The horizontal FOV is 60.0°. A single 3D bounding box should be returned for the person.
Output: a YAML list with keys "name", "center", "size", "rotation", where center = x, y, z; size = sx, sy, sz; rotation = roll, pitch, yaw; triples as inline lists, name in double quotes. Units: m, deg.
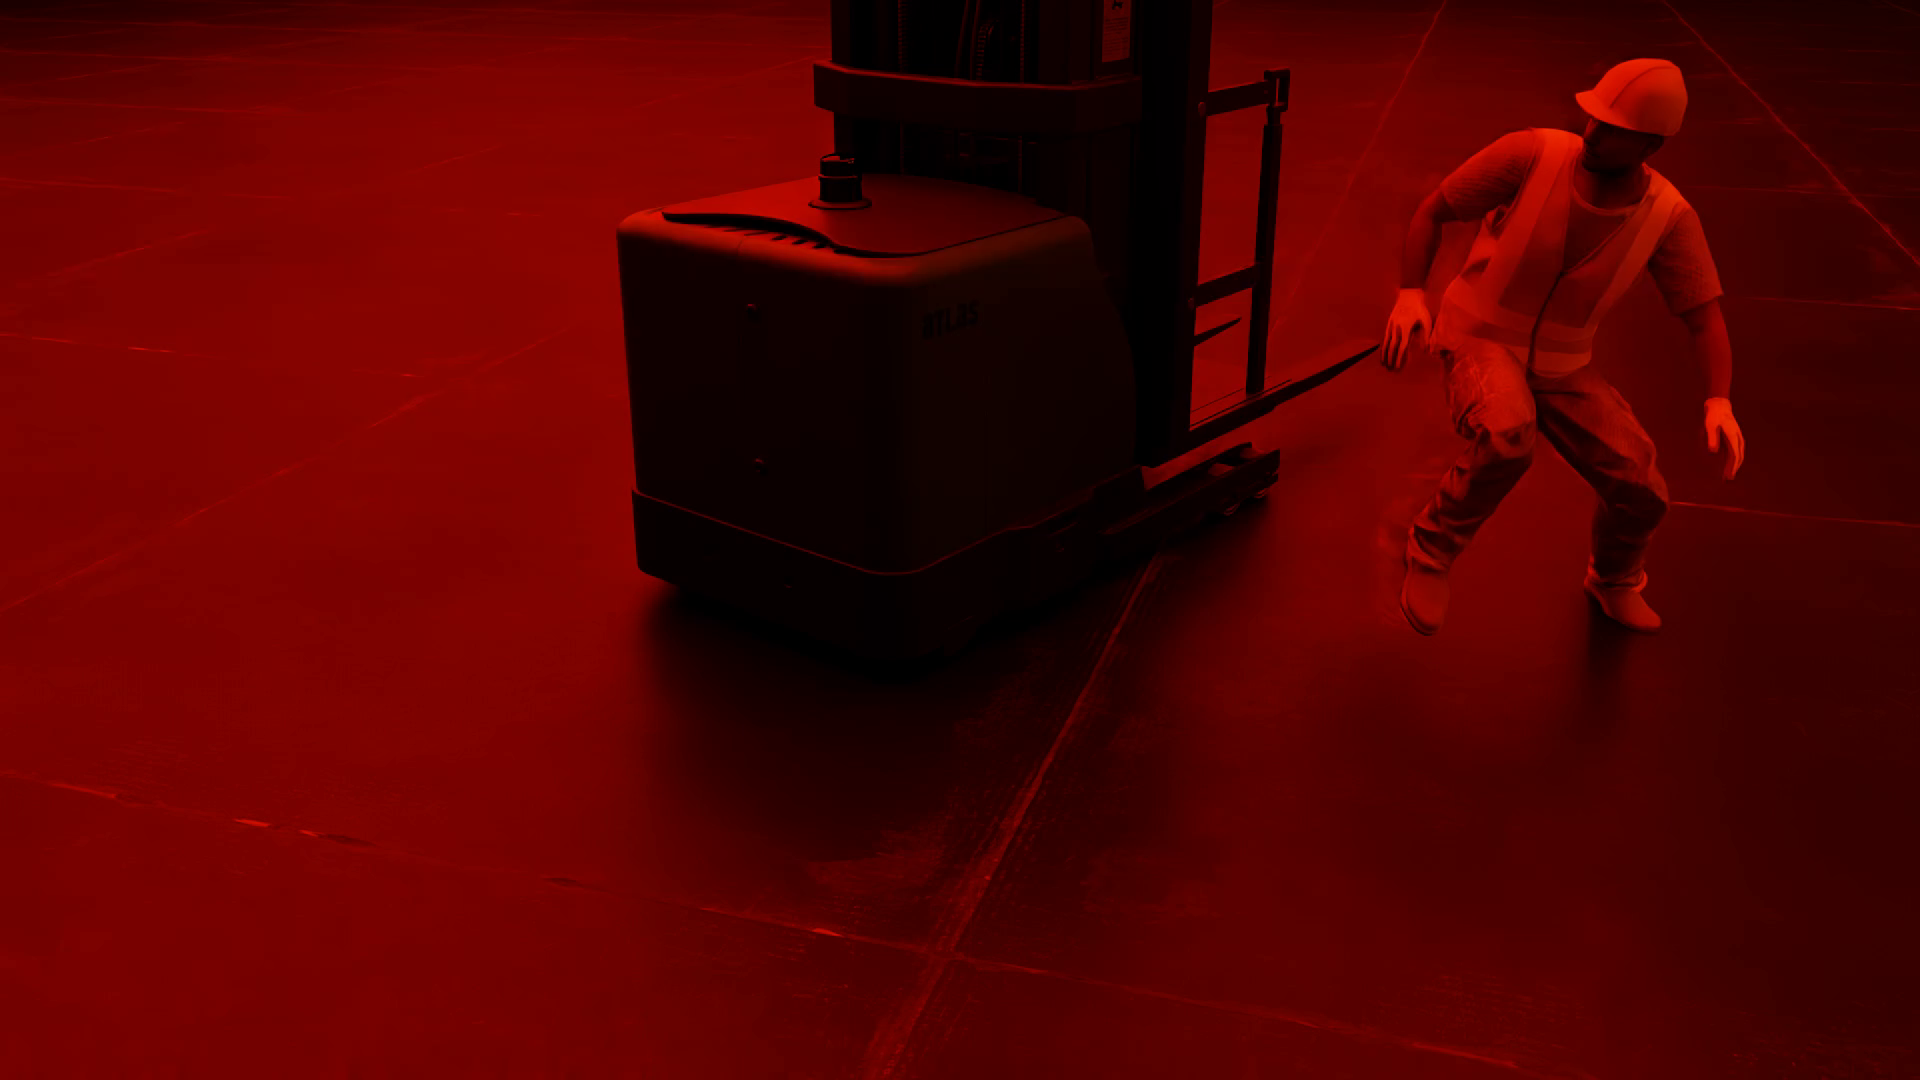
- name: "person"
  center: [1.525, -0.451, 4.273]
  size: [0.826, 1.536, 0.699]
  rotation: [-1, 22, -2]

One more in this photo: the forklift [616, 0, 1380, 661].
- name: "forklift"
  center: [0.395, -1.539, 5.008]
  size: [1.130, 2.935, 3.031]
  rotation: [17, 28, 36]
